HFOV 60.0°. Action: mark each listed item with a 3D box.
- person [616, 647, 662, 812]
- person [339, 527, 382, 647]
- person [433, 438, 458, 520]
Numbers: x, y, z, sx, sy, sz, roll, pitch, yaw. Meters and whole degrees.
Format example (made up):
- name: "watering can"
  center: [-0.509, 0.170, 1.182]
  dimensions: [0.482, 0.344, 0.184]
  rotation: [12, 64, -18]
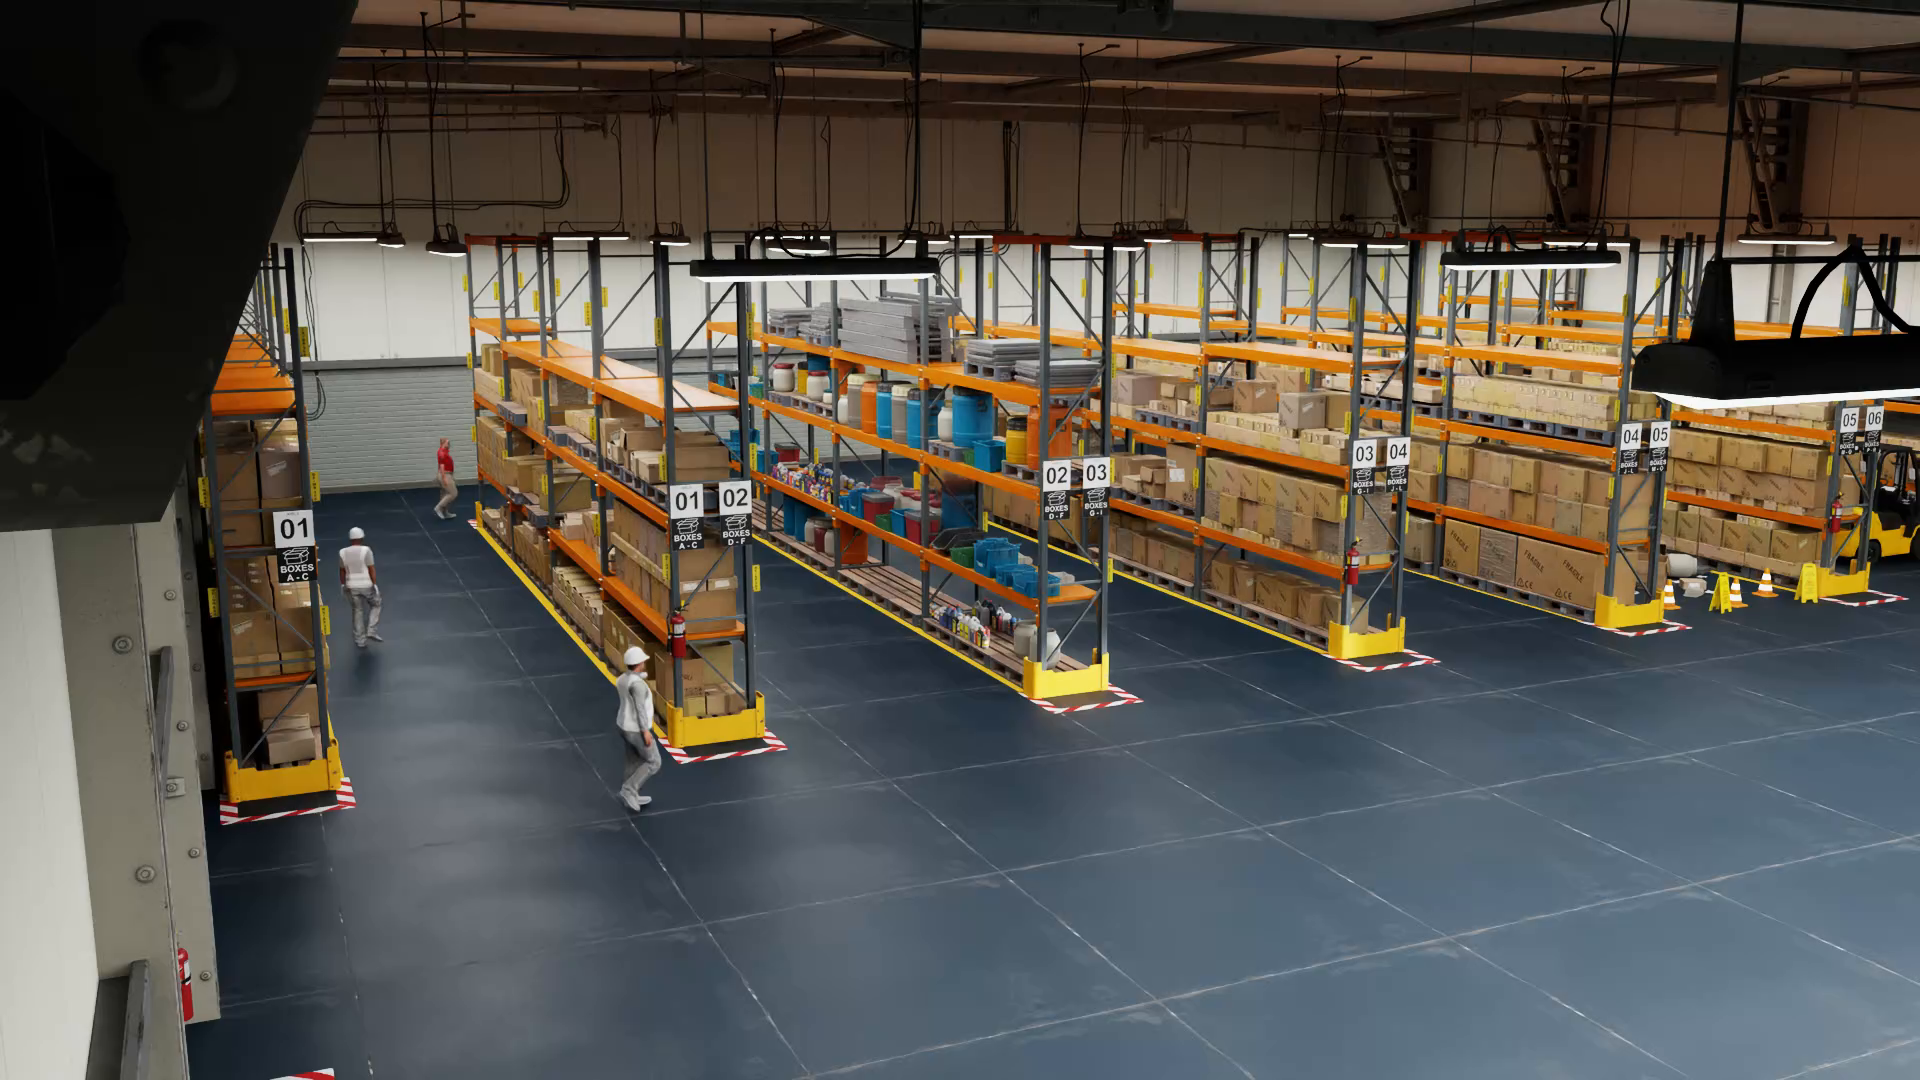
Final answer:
- name: "person"
  center: [-3.512, 2.025, 17.942]
  dimensions: [0.461, 1.771, 0.560]
  rotation: [-6, 12, -28]
- name: "person"
  center: [-8.954, 0.701, 24.810]
  dimensions: [0.581, 1.774, 0.486]
  rotation: [-1, 11, -5]
- name: "person"
  center: [-10.976, -1.311, 35.261]
  dimensions: [0.496, 1.723, 0.558]
  rotation: [-6, 13, -29]
